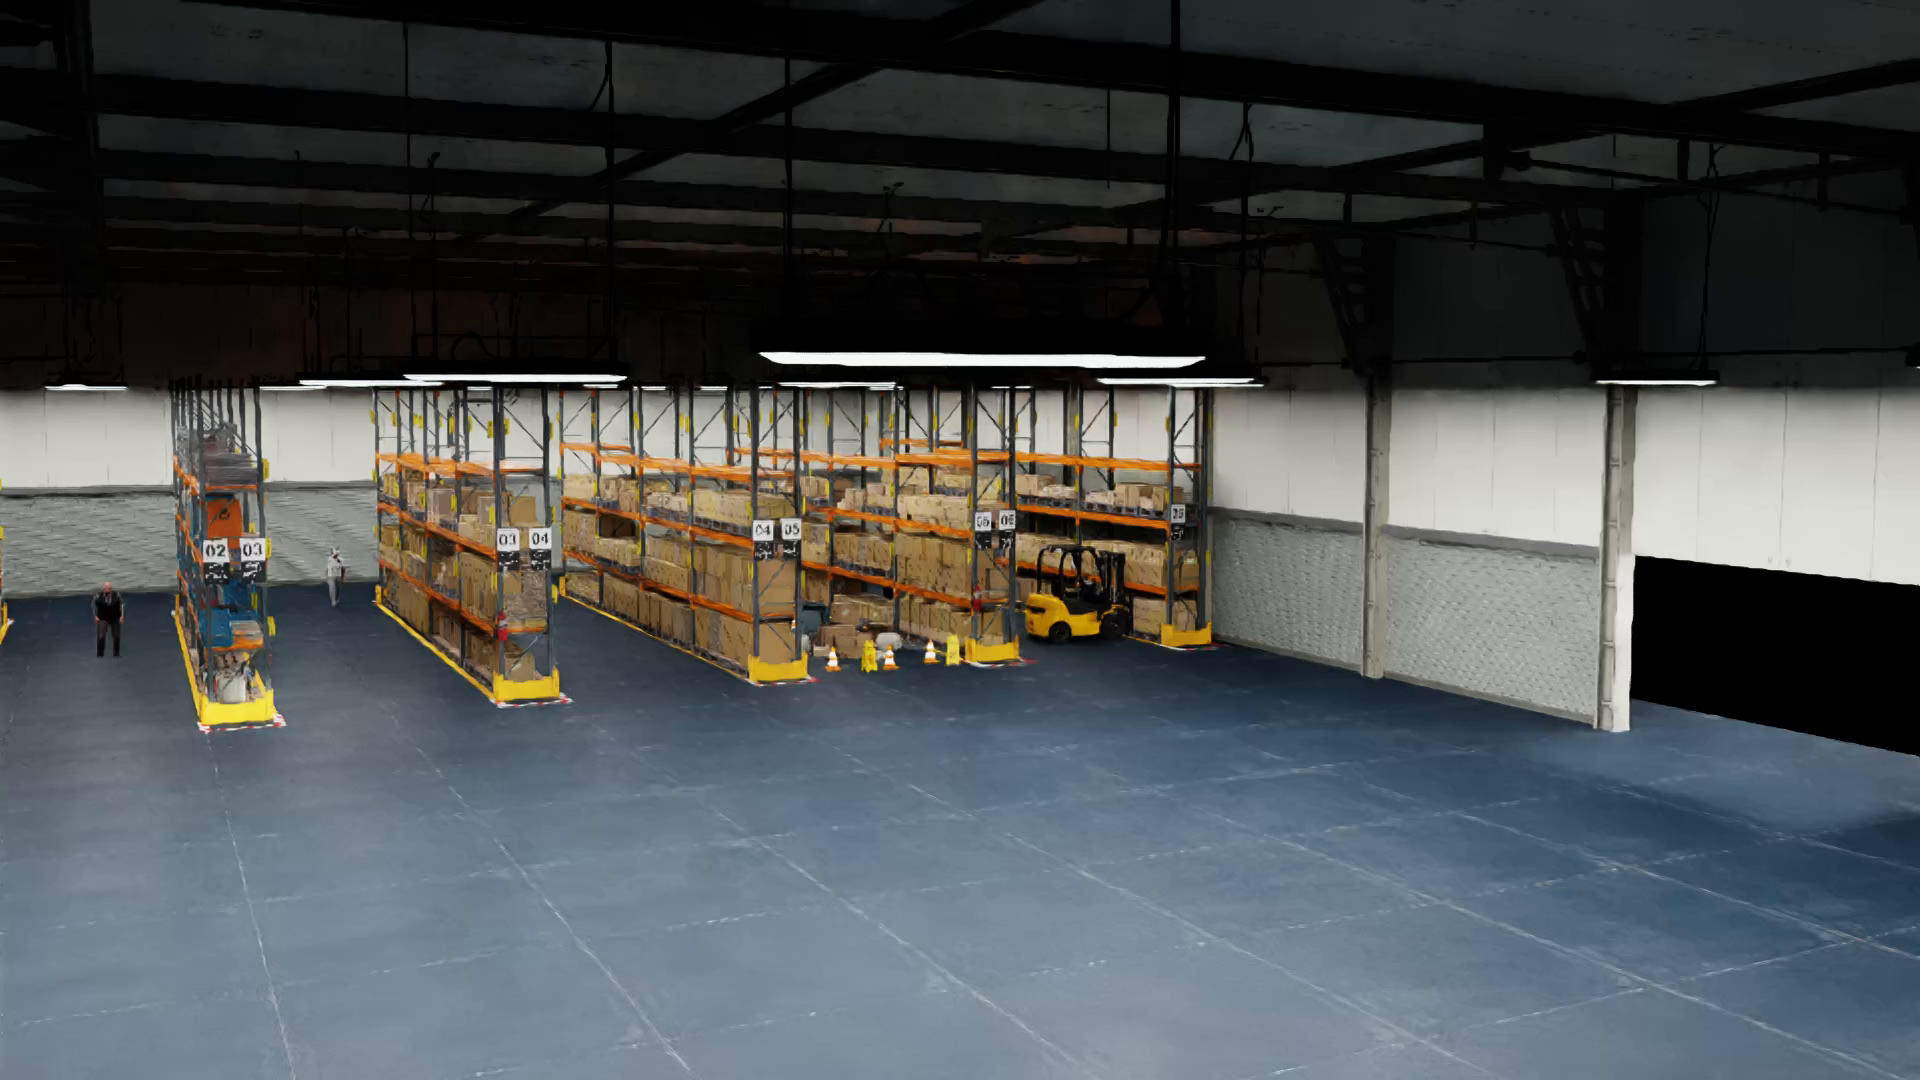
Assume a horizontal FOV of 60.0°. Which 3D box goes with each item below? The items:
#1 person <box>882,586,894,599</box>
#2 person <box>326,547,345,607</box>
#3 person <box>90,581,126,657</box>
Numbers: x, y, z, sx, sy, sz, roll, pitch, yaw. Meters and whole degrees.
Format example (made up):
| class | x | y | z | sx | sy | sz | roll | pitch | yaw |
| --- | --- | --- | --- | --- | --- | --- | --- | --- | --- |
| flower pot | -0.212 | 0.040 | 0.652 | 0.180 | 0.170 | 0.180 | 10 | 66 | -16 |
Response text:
| class | x | y | z | sx | sy | sz | roll | pitch | yaw |
| --- | --- | --- | --- | --- | --- | --- | --- | --- | --- |
| person | -1.986 | 0.820 | 44.967 | 0.636 | 1.775 | 0.677 | 0 | 5 | 4 |
| person | -16.675 | 0.963 | 44.431 | 0.445 | 1.590 | 1.081 | -3 | 6 | -29 |
| person | -18.356 | 1.709 | 35.851 | 0.677 | 1.674 | 0.534 | -3 | 6 | -29 |
